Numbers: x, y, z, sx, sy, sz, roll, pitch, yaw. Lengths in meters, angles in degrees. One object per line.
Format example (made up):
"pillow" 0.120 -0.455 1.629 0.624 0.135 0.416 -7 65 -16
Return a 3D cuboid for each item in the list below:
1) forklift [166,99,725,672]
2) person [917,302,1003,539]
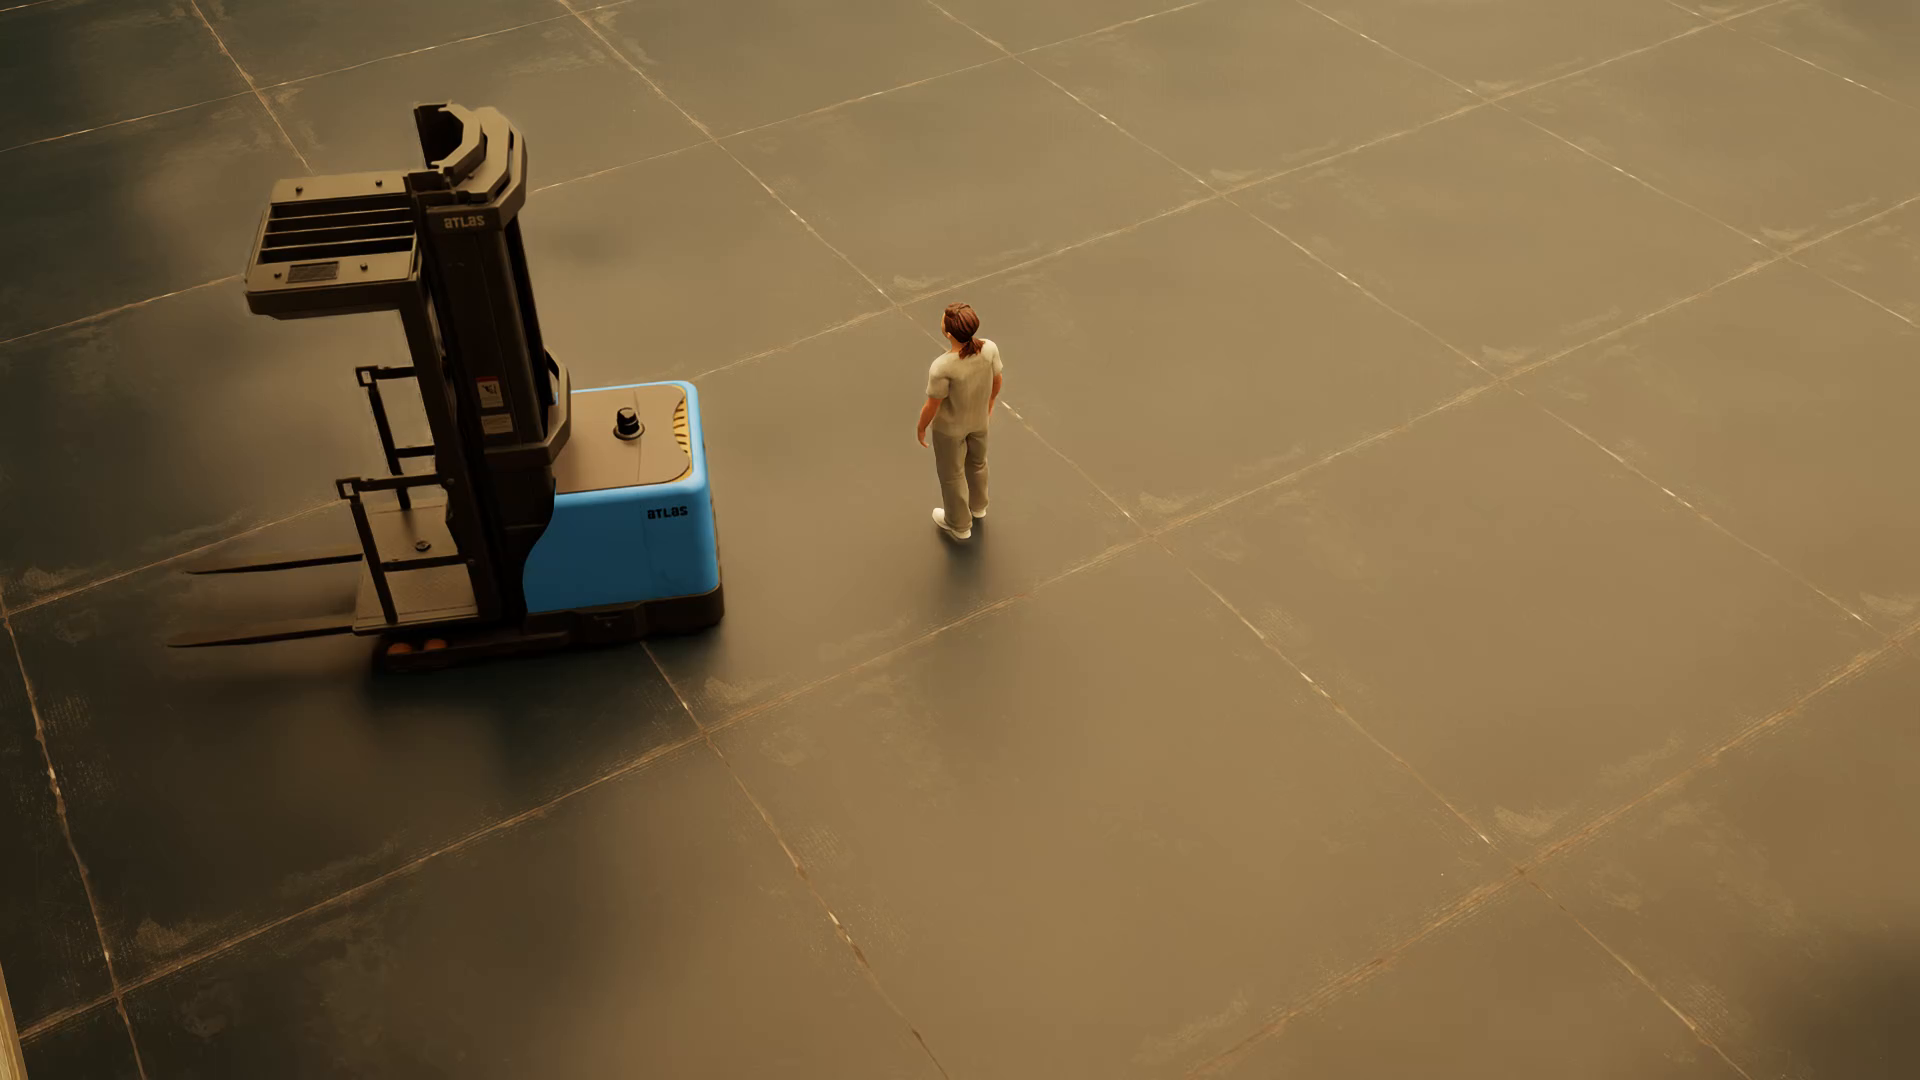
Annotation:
"forklift" -2.913 -0.744 8.723 3.031 2.935 1.130 -7 42 -7
"person" -0.028 -0.712 9.568 0.549 1.675 0.549 -23 46 -24
